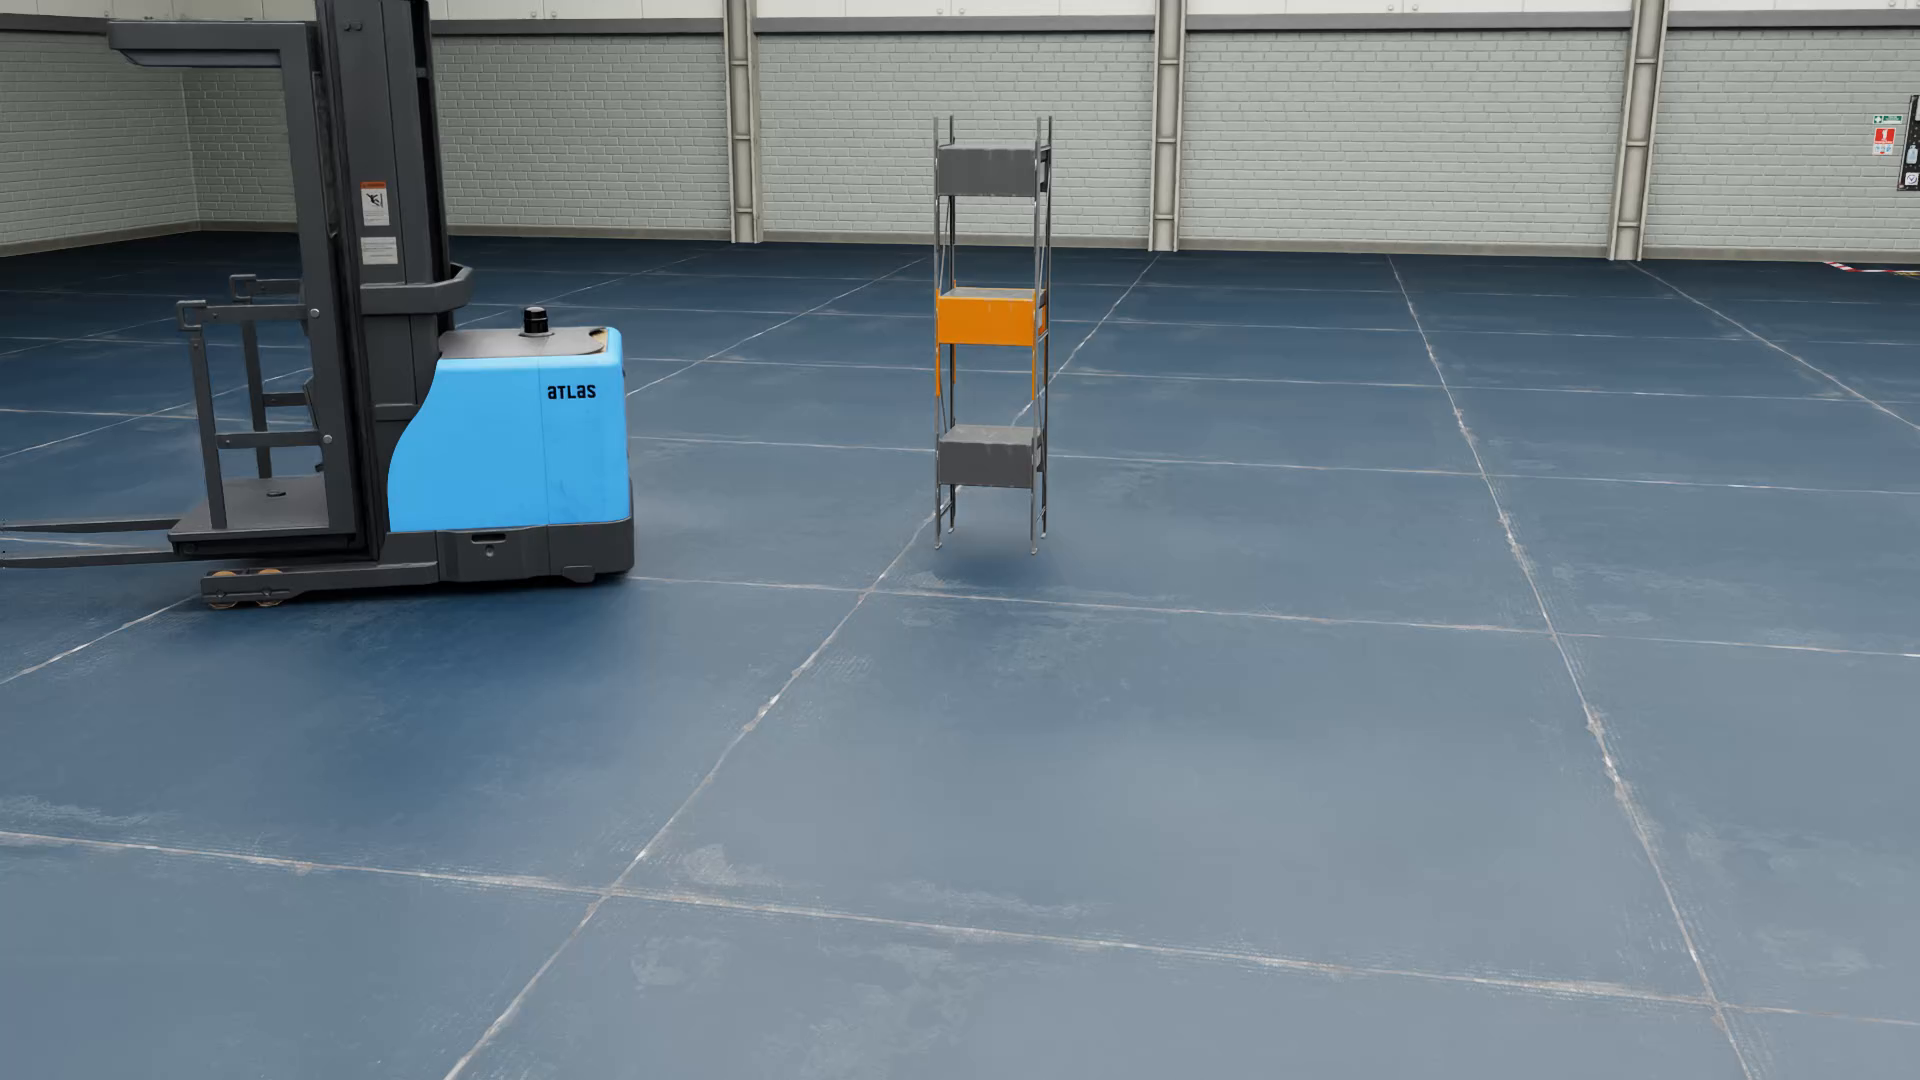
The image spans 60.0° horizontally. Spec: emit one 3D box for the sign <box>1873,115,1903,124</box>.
[{"bbox_3d":[11.632,-5.273,20.848,0.331,0.109,0.001,3,16,11],"label":"sign"}]

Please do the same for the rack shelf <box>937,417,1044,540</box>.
[{"bbox_3d":[0.162,-0.315,8.370,0.480,0.518,0.431,3,16,11],"label":"rack shelf"}]

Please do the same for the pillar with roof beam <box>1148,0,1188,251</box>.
[{"bbox_3d":[1.948,-7.208,17.656,0.400,9.000,9.100,3,16,11],"label":"pillar with roof beam"}]

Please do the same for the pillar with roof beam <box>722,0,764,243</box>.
[{"bbox_3d":[-3.932,-7.527,18.809,0.400,9.000,9.100,3,16,11],"label":"pillar with roof beam"}]

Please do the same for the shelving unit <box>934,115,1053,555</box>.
[{"bbox_3d":[0.162,-1.003,8.180,0.503,2.100,0.431,3,16,11],"label":"shelving unit"}]

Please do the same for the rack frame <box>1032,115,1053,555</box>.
[{"bbox_3d":[0.401,-0.990,8.133,0.015,2.100,0.400,3,16,11],"label":"rack frame"}]

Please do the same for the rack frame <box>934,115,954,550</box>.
[{"bbox_3d":[-0.077,-1.016,8.227,0.015,2.100,0.400,3,16,11],"label":"rack frame"}]

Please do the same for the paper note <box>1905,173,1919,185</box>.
[{"bbox_3d":[11.991,-4.549,20.946,0.142,0.148,0.016,3,16,11],"label":"paper note"}]

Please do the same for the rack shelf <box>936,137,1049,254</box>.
[{"bbox_3d":[0.162,-1.665,7.997,0.480,0.518,0.431,3,16,11],"label":"rack shelf"}]

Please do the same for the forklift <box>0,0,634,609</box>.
[{"bbox_3d":[-3.094,-1.259,7.547,3.031,2.935,1.130,-3,16,-11],"label":"forklift"}]

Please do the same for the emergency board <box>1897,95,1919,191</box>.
[{"bbox_3d":[12.146,-4.951,20.748,0.626,1.169,0.157,3,16,11],"label":"emergency board"}]

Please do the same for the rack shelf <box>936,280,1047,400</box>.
[{"bbox_3d":[0.162,-0.990,8.184,0.480,0.518,0.431,3,16,11],"label":"rack shelf"}]

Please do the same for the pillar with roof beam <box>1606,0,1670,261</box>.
[{"bbox_3d":[7.827,-6.889,16.504,0.400,9.000,9.100,3,16,11],"label":"pillar with roof beam"}]

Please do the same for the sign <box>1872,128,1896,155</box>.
[{"bbox_3d":[11.630,-5.020,20.928,0.234,0.329,0.001,3,16,11],"label":"sign"}]
